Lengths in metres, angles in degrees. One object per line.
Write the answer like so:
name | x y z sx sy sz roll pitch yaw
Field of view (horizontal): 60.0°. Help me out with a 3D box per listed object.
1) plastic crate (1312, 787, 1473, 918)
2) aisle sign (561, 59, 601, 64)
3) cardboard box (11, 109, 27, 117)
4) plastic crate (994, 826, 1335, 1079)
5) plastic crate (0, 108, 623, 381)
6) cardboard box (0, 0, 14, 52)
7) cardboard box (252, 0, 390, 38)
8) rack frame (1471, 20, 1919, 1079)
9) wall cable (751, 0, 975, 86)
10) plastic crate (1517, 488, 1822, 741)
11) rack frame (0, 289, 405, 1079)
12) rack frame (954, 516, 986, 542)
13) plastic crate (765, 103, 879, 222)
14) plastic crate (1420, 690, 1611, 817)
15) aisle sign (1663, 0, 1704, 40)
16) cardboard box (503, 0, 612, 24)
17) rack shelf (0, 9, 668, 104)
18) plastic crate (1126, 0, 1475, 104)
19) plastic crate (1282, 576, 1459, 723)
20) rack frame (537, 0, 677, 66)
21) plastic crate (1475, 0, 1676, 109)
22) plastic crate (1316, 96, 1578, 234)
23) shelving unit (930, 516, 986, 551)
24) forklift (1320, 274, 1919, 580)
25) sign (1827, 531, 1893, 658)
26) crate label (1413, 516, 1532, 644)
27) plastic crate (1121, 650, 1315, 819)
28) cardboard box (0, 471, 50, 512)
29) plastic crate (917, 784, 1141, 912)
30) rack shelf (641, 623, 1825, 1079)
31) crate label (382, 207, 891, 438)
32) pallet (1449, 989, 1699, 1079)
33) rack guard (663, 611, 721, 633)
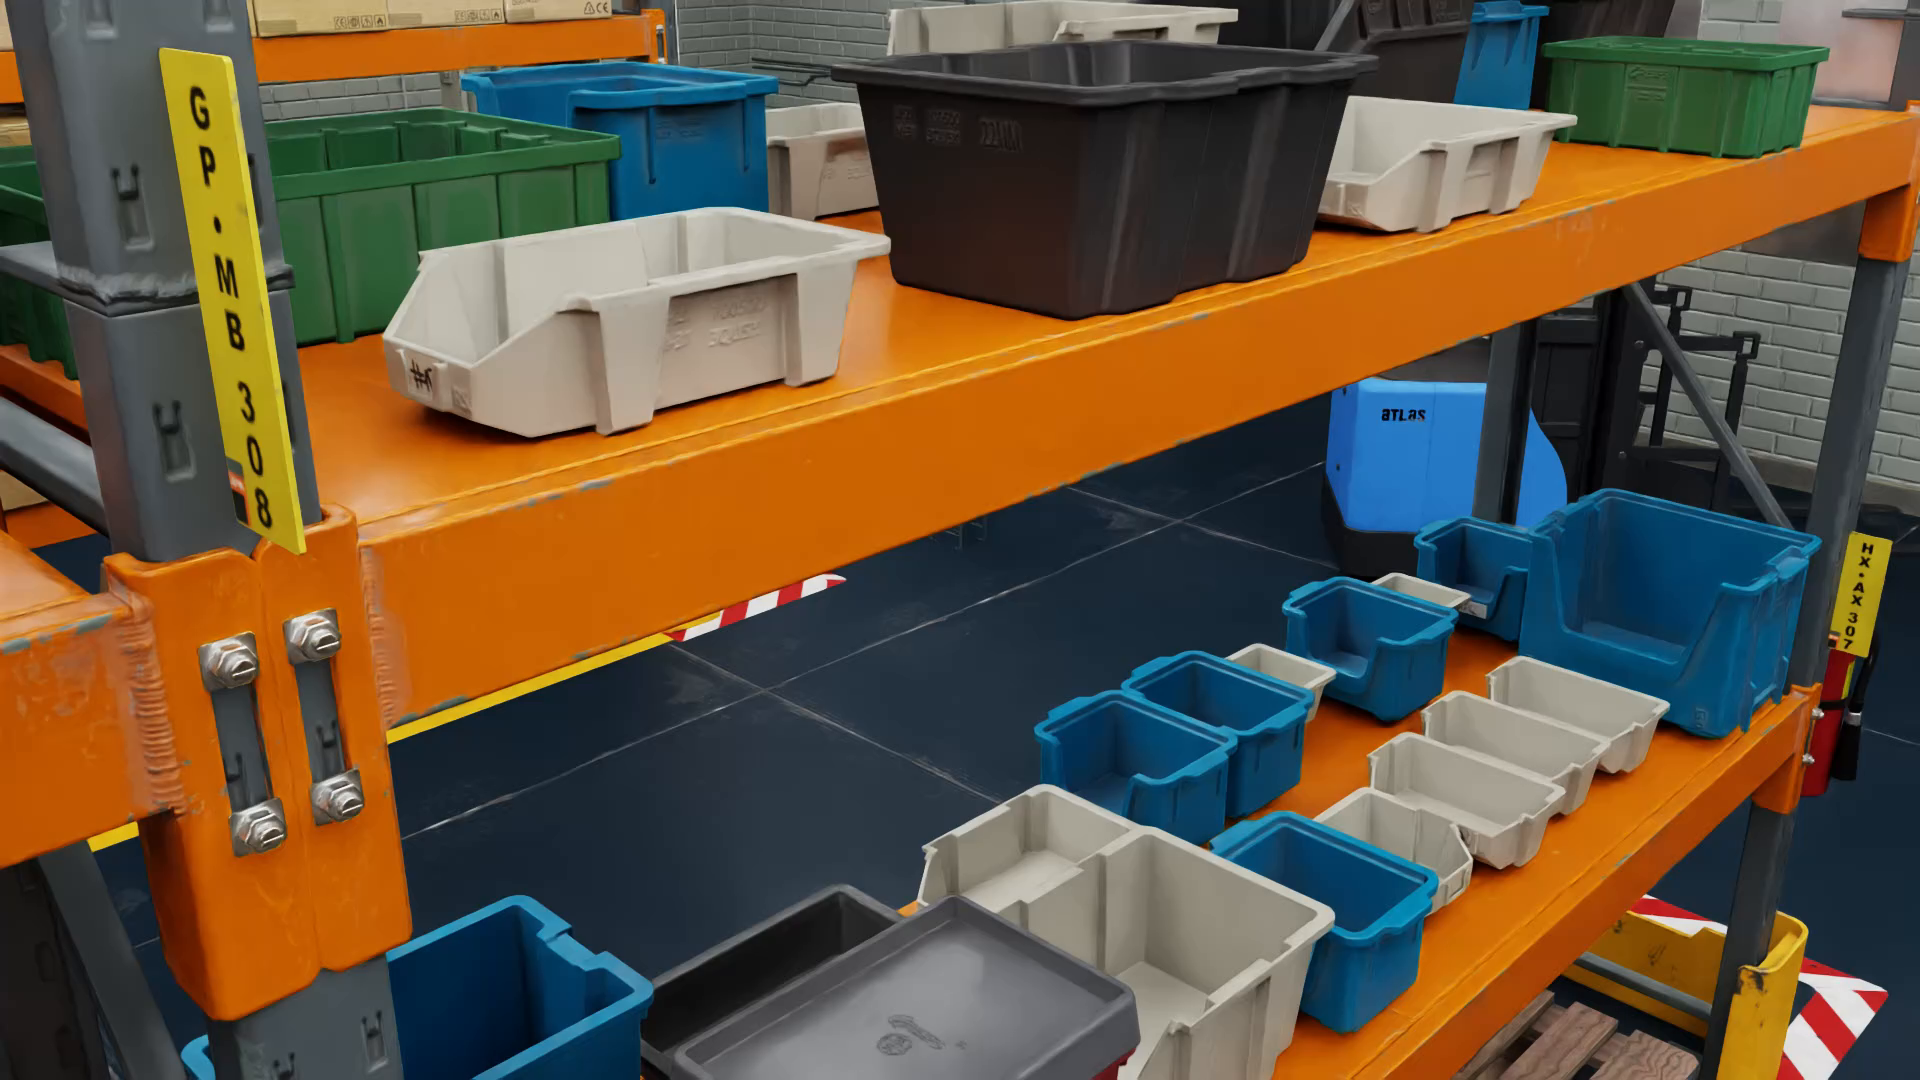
plastic crate | 0.896 0.664 3.450 0.298 0.136 0.250 19 28 41
aisle sign | -1.791 -2.461 7.672 0.394 0.787 0.004 19 28 41
cardboard box | -5.529 -2.401 10.723 0.700 0.700 0.980 -19 28 -40
plastic crate | 0.325 0.794 2.910 0.437 0.282 0.530 19 28 41
plastic crate | -0.794 -0.373 1.978 0.450 0.188 0.662 19 28 41
cardboard box | -3.201 -1.777 5.544 0.500 0.250 0.500 19 28 41
cardboard box | -2.494 -2.031 6.205 0.500 0.250 0.500 19 28 41
rack frame | 1.918 0.085 4.674 1.000 3.000 0.127 19 28 41
wall cable | -0.979 -5.110 14.155 3.097 2.526 0.112 19 28 41
plastic crate | 1.818 0.173 4.311 0.616 0.435 0.499 19 28 41
rack frame | -0.873 1.113 1.998 1.000 3.000 0.127 19 28 41
rack frame | 0.054 -0.580 8.911 0.240 1.200 0.006 19 28 41
plastic crate | -0.258 -0.586 2.606 0.293 0.136 0.466 19 28 41
plastic crate | 1.266 0.505 3.862 0.396 0.136 0.243 19 28 41
aisle sign | 1.755 -1.222 4.449 0.394 0.787 0.004 19 28 41
cardboard box | -1.798 -2.288 6.875 0.500 0.250 0.500 19 28 41
rack shelf | -3.024 -1.706 6.155 1.077 0.370 4.000 19 28 41
plastic crate | 0.655 -0.963 3.304 0.504 0.338 0.767 19 28 41
plastic crate | 1.051 0.285 4.302 0.416 0.233 0.300 19 28 41
rack frame | -1.629 -1.156 7.902 1.000 3.000 0.127 19 28 41
plastic crate | 1.450 -1.225 4.083 0.497 0.269 0.590 19 28 41
plastic crate | 0.654 -0.599 2.639 0.437 0.136 0.530 19 28 41
shelving unit | -0.010 -0.556 8.850 0.258 1.200 0.189 19 28 41
forklift | 3.483 -1.262 8.272 3.031 2.935 1.130 2 21 5
sign | 2.323 0.142 4.297 0.100 0.325 0.005 19 28 41
crate label | 1.510 0.116 4.742 0.416 0.233 0.303 19 28 41
plastic crate | 0.591 0.454 3.862 0.416 0.233 0.300 19 28 41
cardboard box | -3.513 -0.370 5.716 0.500 0.500 0.500 -20 28 -41
plastic crate | 0.127 0.685 3.395 0.293 0.136 0.466 19 28 41
rack shelf | 0.523 0.934 3.465 1.077 0.370 4.000 19 28 41
crate label | -0.324 -0.218 1.647 0.293 0.136 0.466 19 28 41
pallet | 1.315 1.588 4.648 1.003 0.211 1.213 19 28 41
rack guard | -1.682 0.030 8.299 1.175 0.500 0.348 19 28 41
